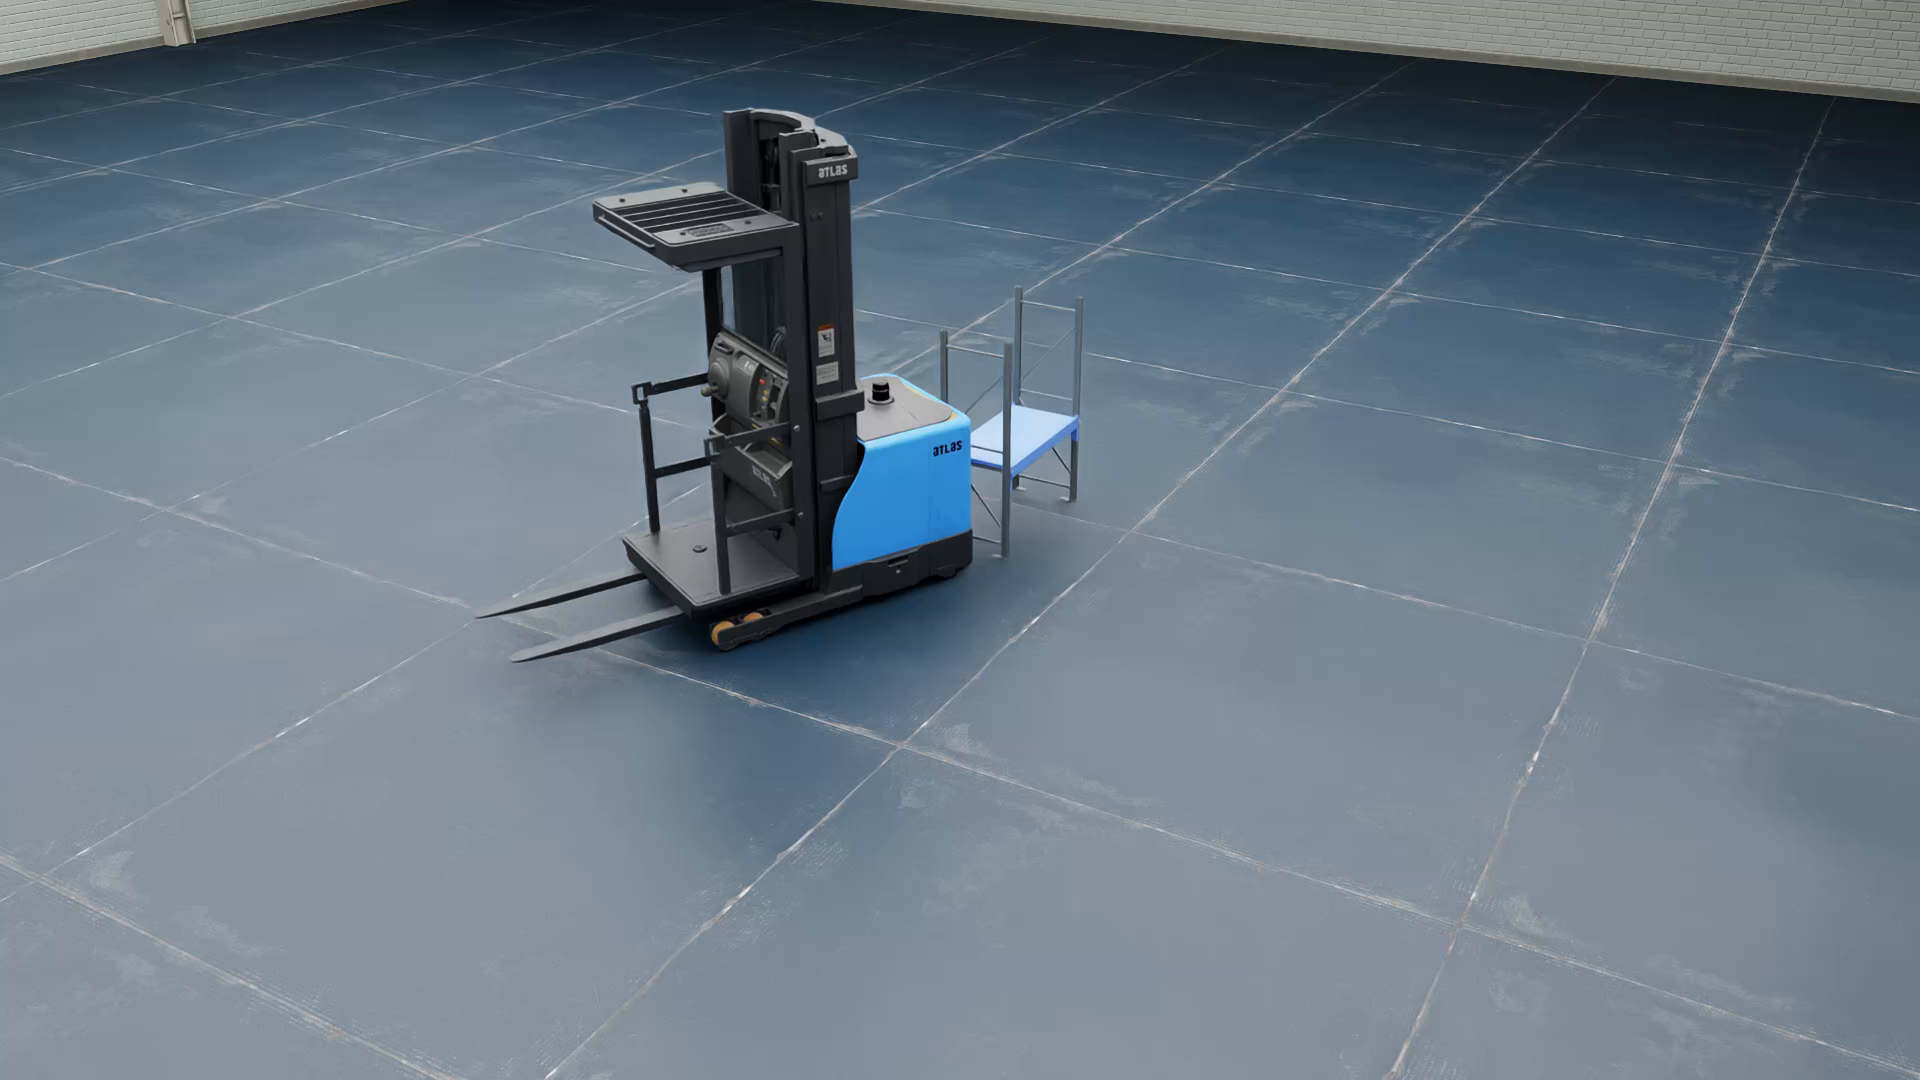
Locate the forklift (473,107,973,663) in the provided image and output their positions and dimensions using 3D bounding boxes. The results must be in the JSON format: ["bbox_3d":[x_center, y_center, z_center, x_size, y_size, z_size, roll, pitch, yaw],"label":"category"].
[{"bbox_3d":[-1.427,-0.927,9.748,3.031,2.935,1.130,-17,31,-30],"label":"forklift"}]

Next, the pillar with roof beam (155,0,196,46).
[{"bbox_3d":[-9.226,-11.334,23.759,9.100,9.000,0.400,14,30,26],"label":"pillar with roof beam"}]

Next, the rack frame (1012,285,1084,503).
[{"bbox_3d":[0.597,-0.994,11.479,0.500,1.500,0.032,14,30,26],"label":"rack frame"}]

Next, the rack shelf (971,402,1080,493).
[{"bbox_3d":[0.348,-0.634,11.164,0.538,0.185,1.000,14,30,26],"label":"rack shelf"}]

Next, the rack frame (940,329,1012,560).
[{"bbox_3d":[0.098,-0.597,10.687,0.500,1.500,0.032,14,30,26],"label":"rack frame"}]

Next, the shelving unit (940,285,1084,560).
[{"bbox_3d":[0.348,-0.795,11.083,0.538,1.500,1.048,14,30,26],"label":"shelving unit"}]
